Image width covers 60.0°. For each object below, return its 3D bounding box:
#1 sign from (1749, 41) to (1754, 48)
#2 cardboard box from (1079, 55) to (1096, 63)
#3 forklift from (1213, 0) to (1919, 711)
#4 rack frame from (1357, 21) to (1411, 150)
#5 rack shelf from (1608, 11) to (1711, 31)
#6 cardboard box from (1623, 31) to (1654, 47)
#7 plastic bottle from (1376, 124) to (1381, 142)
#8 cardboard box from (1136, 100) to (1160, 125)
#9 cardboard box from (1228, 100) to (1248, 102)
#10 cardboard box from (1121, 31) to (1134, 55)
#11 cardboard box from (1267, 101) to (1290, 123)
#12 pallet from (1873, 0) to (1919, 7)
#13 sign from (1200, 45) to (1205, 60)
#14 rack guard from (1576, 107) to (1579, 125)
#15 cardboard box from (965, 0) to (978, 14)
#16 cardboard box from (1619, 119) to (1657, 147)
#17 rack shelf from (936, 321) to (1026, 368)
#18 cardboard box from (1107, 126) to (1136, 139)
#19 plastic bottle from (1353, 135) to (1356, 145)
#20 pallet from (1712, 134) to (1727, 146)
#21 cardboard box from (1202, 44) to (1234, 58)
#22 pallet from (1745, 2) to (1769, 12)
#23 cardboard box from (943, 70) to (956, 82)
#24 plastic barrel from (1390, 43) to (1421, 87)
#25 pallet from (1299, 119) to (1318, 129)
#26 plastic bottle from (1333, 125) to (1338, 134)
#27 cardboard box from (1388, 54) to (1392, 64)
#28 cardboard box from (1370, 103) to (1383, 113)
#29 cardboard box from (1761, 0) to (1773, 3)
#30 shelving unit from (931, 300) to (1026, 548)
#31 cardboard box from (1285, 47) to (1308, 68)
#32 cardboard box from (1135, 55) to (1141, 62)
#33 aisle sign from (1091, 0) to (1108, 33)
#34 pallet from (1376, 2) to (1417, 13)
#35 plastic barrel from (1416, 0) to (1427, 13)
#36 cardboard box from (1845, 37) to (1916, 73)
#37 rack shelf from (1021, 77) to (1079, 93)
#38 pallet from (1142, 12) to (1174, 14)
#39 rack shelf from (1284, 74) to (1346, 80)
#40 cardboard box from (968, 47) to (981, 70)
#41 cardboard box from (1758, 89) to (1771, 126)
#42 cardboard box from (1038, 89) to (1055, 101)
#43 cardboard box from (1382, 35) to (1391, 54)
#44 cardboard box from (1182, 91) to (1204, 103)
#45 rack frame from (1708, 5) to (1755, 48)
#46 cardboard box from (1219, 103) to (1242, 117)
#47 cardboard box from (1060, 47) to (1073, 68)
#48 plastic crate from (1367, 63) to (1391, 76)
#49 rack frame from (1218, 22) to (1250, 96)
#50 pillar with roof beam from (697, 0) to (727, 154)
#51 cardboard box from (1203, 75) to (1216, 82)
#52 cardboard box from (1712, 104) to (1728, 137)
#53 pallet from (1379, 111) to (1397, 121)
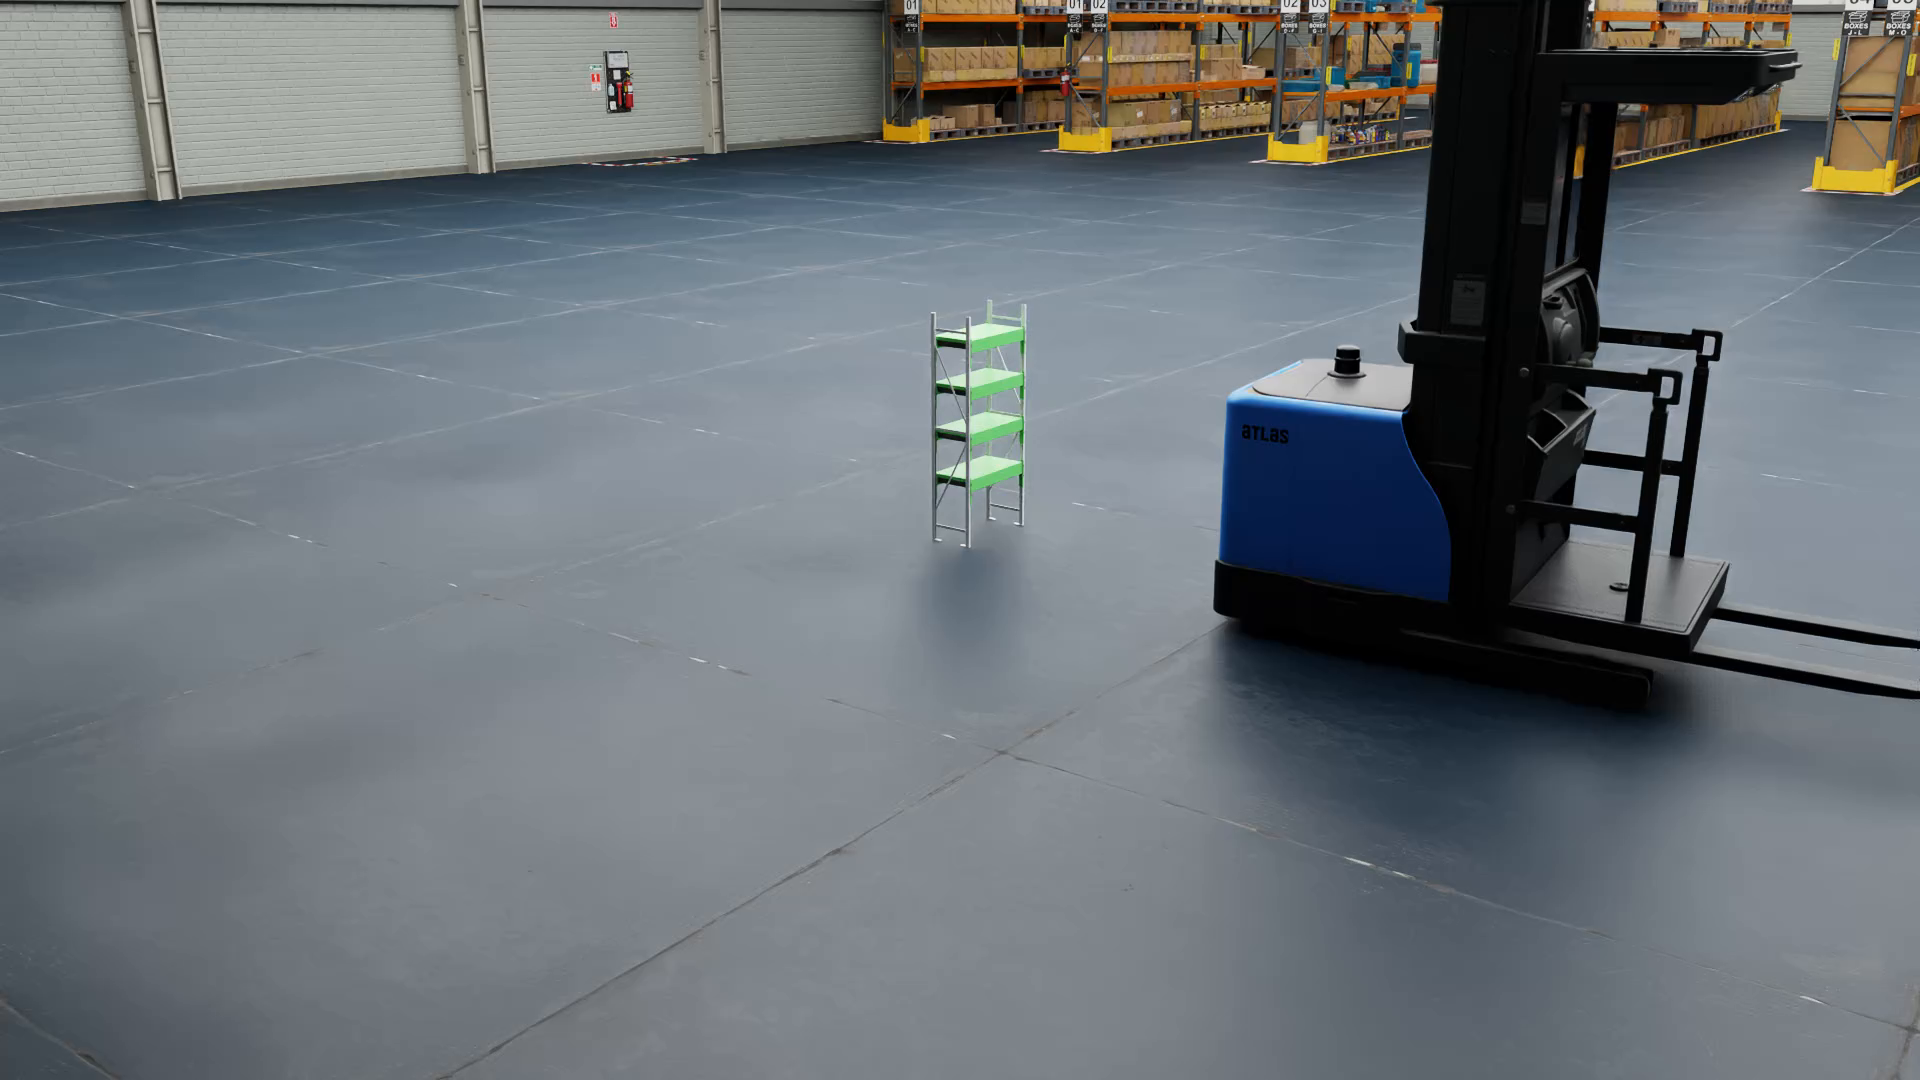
[{"bbox_3d":[18.235,-11.326,38.338,0.100,0.325,0.005,12,21,35],"label":"sign"},{"bbox_3d":[2.764,-10.279,35.525,0.380,0.149,0.250,12,21,34],"label":"cardboard box"},{"bbox_3d":[2.666,-0.904,6.712,3.031,2.935,1.130,10,20,30],"label":"forklift"},{"bbox_3d":[9.049,-9.874,35.481,1.000,3.000,0.127,12,21,35],"label":"rack frame"},{"bbox_3d":[14.218,-10.564,33.859,1.077,0.370,4.000,12,21,35],"label":"rack shelf"},{"bbox_3d":[12.979,-9.510,31.954,0.500,0.500,0.500,12,21,35],"label":"cardboard box"},{"bbox_3d":[8.782,-8.569,35.004,0.144,0.351,0.185,11,20,32],"label":"plastic bottle"},{"bbox_3d":[4.084,-9.488,36.903,0.500,0.500,0.500,12,21,35],"label":"cardboard box"},{"bbox_3d":[6.908,-10.785,41.399,0.500,0.311,0.500,13,22,37],"label":"cardboard box"},{"bbox_3d":[3.319,-10.712,35.826,0.700,0.500,0.500,12,21,33],"label":"cardboard box"},{"bbox_3d":[7.957,-10.777,41.863,0.500,0.500,0.500,14,22,37],"label":"cardboard box"},{"bbox_3d":[15.000,-8.714,26.838,1.003,0.211,1.213,12,21,35],"label":"pallet"},{"bbox_3d":[5.520,-11.104,37.848,0.100,0.325,0.005,12,21,35],"label":"sign"},{"bbox_3d":[16.203,-11.546,45.082,1.175,0.500,0.348,12,21,35],"label":"rack guard"},{"bbox_3d":[0.066,-12.574,38.918,0.500,0.500,0.500,14,22,38],"label":"cardboard box"},{"bbox_3d":[13.709,-8.268,33.782,0.700,0.500,0.500,12,21,34],"label":"cardboard box"},{"bbox_3d":[0.099,-1.010,8.569,0.258,0.148,0.480,12,21,35],"label":"rack shelf"},{"bbox_3d":[3.483,-8.893,36.251,0.500,0.250,0.500,12,21,35],"label":"cardboard box"},{"bbox_3d":[8.058,-8.196,34.056,0.097,0.201,0.097,0,17,0],"label":"plastic bottle"},{"bbox_3d":[16.668,-9.083,37.638,1.003,0.211,1.213,12,21,35],"label":"pallet"},{"bbox_3d":[7.522,-14.327,49.317,0.980,0.700,0.700,12,21,34],"label":"cardboard box"},{"bbox_3d":[18.289,-12.487,38.989,1.003,0.211,1.213,12,21,35],"label":"pallet"},{"bbox_3d":[-0.447,-10.796,38.670,0.500,0.250,0.500,12,21,33],"label":"cardboard box"},{"bbox_3d":[9.522,-10.152,35.531,0.600,0.901,0.708,12,21,35],"label":"plastic barrel"},{"bbox_3d":[8.659,-10.831,43.267,1.003,0.211,1.213,12,21,35],"label":"pallet"},{"bbox_3d":[7.869,-8.554,34.955,0.144,0.351,0.185,12,21,34],"label":"plastic bottle"},{"bbox_3d":[11.868,-13.377,46.593,0.500,0.500,0.500,13,21,35],"label":"cardboard box"},{"bbox_3d":[11.507,-12.111,46.580,0.500,0.250,0.500,12,21,35],"label":"cardboard box"},{"bbox_3d":[18.961,-13.056,39.627,0.700,0.500,0.500,14,22,37],"label":"cardboard box"},{"bbox_3d":[0.099,-0.612,8.693,0.258,1.200,0.503,12,21,35],"label":"shelving unit"},{"bbox_3d":[8.439,-12.305,42.434,0.500,0.500,0.700,-15,23,-40],"label":"cardboard box"},{"bbox_3d":[3.710,-10.456,36.095,0.380,0.149,0.250,12,21,33],"label":"cardboard box"},{"bbox_3d":[2.897,-10.969,34.625,0.394,0.787,0.004,12,21,35],"label":"aisle sign"},{"bbox_3d":[8.697,-11.027,34.456,1.213,0.211,1.003,12,21,35],"label":"pallet"},{"bbox_3d":[9.957,-12.017,36.479,0.600,0.901,0.708,12,21,35],"label":"plastic barrel"},{"bbox_3d":[14.819,-7.814,26.775,0.875,0.550,0.550,12,21,35],"label":"cardboard box"},{"bbox_3d":[2.284,-11.757,42.759,1.077,0.370,4.000,12,21,35],"label":"rack shelf"},{"bbox_3d":[5.352,-14.644,46.107,0.805,0.209,1.217,11,21,33],"label":"pallet"},{"bbox_3d":[8.648,-11.836,43.011,1.077,0.370,4.000,12,21,35],"label":"rack shelf"},{"bbox_3d":[0.148,-11.391,39.323,0.500,0.500,0.500,13,22,36],"label":"cardboard box"},{"bbox_3d":[19.317,-10.659,40.885,0.875,0.875,0.875,12,21,35],"label":"cardboard box"},{"bbox_3d":[2.084,-11.407,42.628,0.500,0.250,0.500,12,21,33],"label":"cardboard box"},{"bbox_3d":[11.573,-13.734,46.057,0.500,0.500,0.500,13,22,36],"label":"cardboard box"},{"bbox_3d":[6.689,-12.816,48.462,0.700,0.500,0.500,12,21,34],"label":"cardboard box"},{"bbox_3d":[17.793,-10.904,38.799,1.000,3.000,0.127,12,21,35],"label":"rack frame"},{"bbox_3d":[6.434,-10.326,39.920,0.500,0.311,0.500,13,22,36],"label":"cardboard box"},{"bbox_3d":[2.479,-12.421,42.772,0.700,0.500,0.500,12,21,35],"label":"cardboard box"},{"bbox_3d":[9.092,-10.074,36.017,0.402,0.464,0.583,12,21,35],"label":"plastic crate"},{"bbox_3d":[8.242,-14.483,50.323,1.000,3.000,0.127,12,21,35],"label":"rack frame"},{"bbox_3d":[-1.686,-11.667,31.139,9.100,9.000,0.400,12,21,35],"label":"pillar with roof beam"},{"bbox_3d":[5.765,-10.805,38.903,0.380,0.149,0.250,12,21,35],"label":"cardboard box"},{"bbox_3d":[16.375,-9.509,37.181,1.225,0.875,0.875,12,21,35],"label":"cardboard box"},{"bbox_3d":[11.703,-12.068,47.250,1.003,0.211,1.213,12,21,35],"label":"pallet"}]
